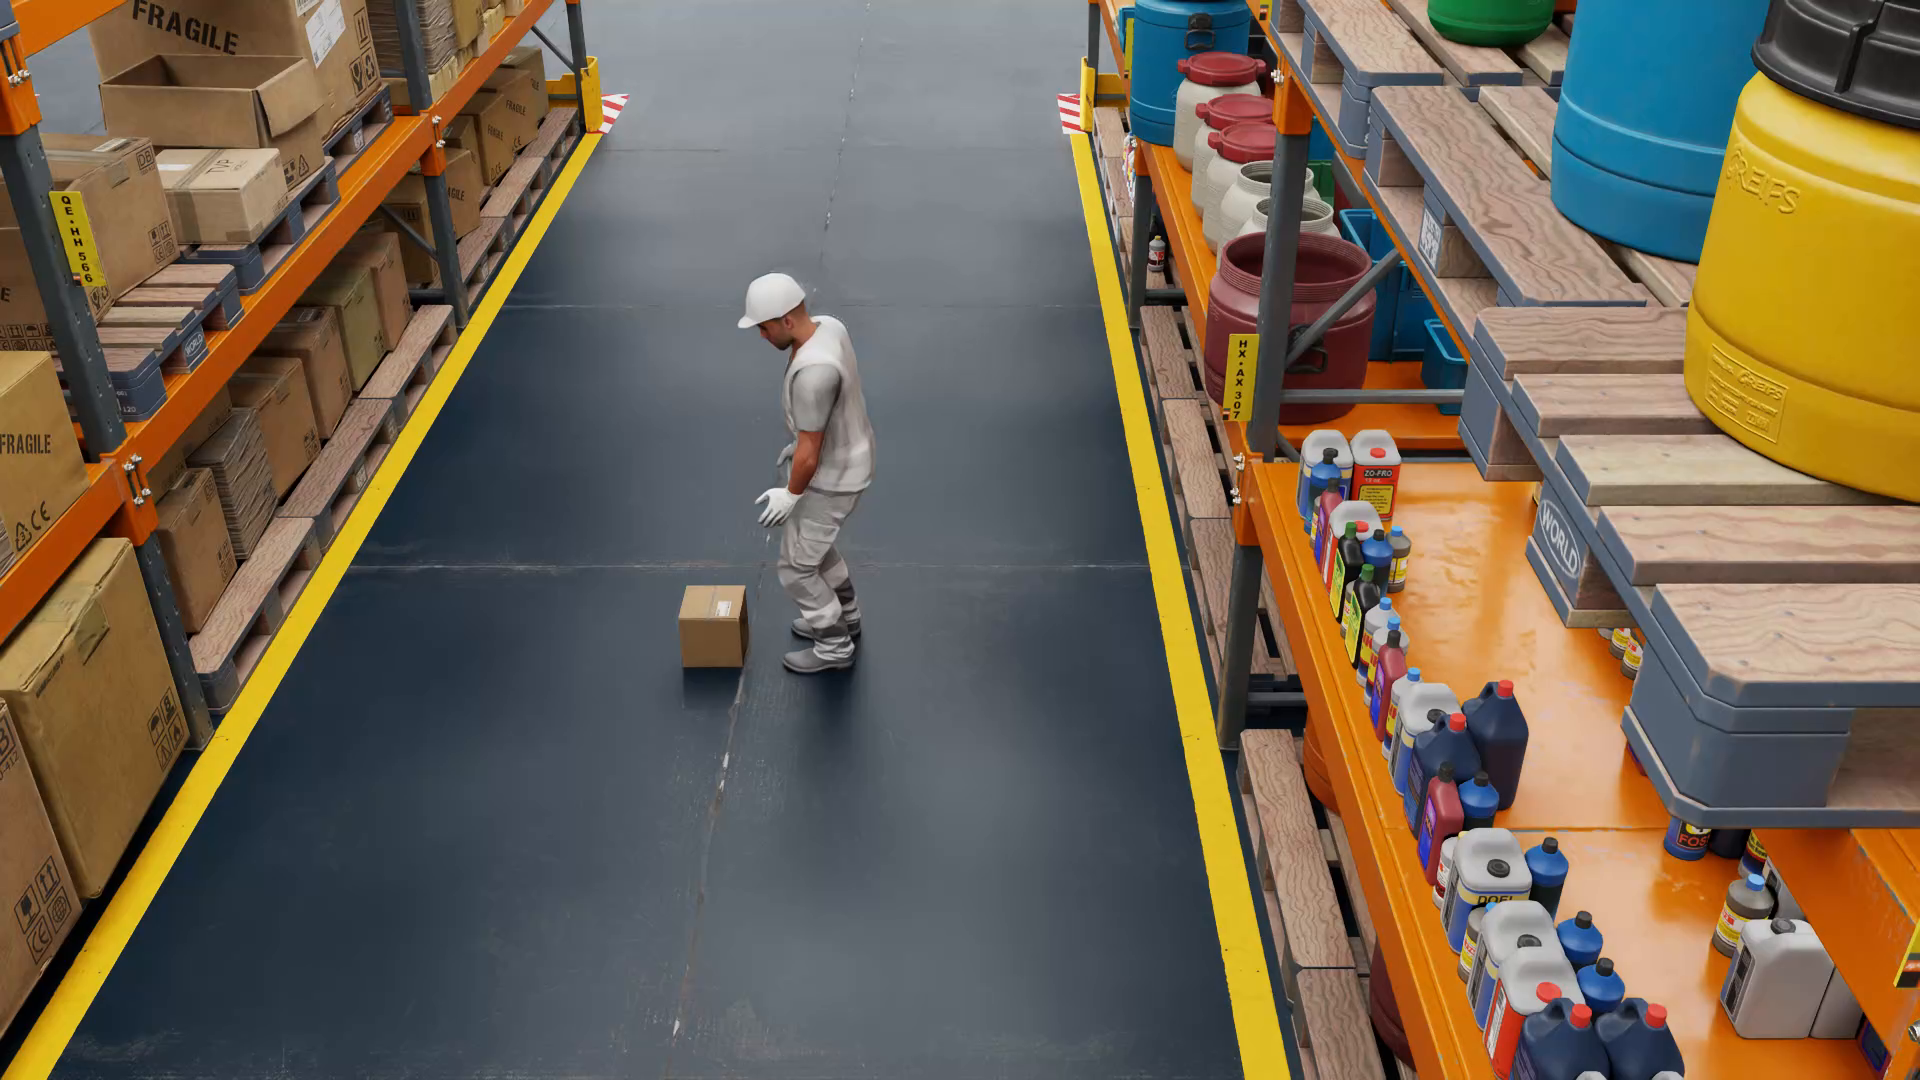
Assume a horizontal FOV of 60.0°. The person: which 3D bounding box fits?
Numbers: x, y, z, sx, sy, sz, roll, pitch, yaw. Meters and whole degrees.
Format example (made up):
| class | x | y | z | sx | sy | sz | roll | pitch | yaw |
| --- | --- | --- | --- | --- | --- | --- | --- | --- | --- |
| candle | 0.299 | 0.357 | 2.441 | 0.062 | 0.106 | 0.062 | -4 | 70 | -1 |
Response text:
| class | x | y | z | sx | sy | sz | roll | pitch | yaw |
| --- | --- | --- | --- | --- | --- | --- | --- | --- | --- |
| person | -0.586 | -0.251 | 6.601 | 0.496 | 1.712 | 0.551 | 1 | 31 | 1 |
